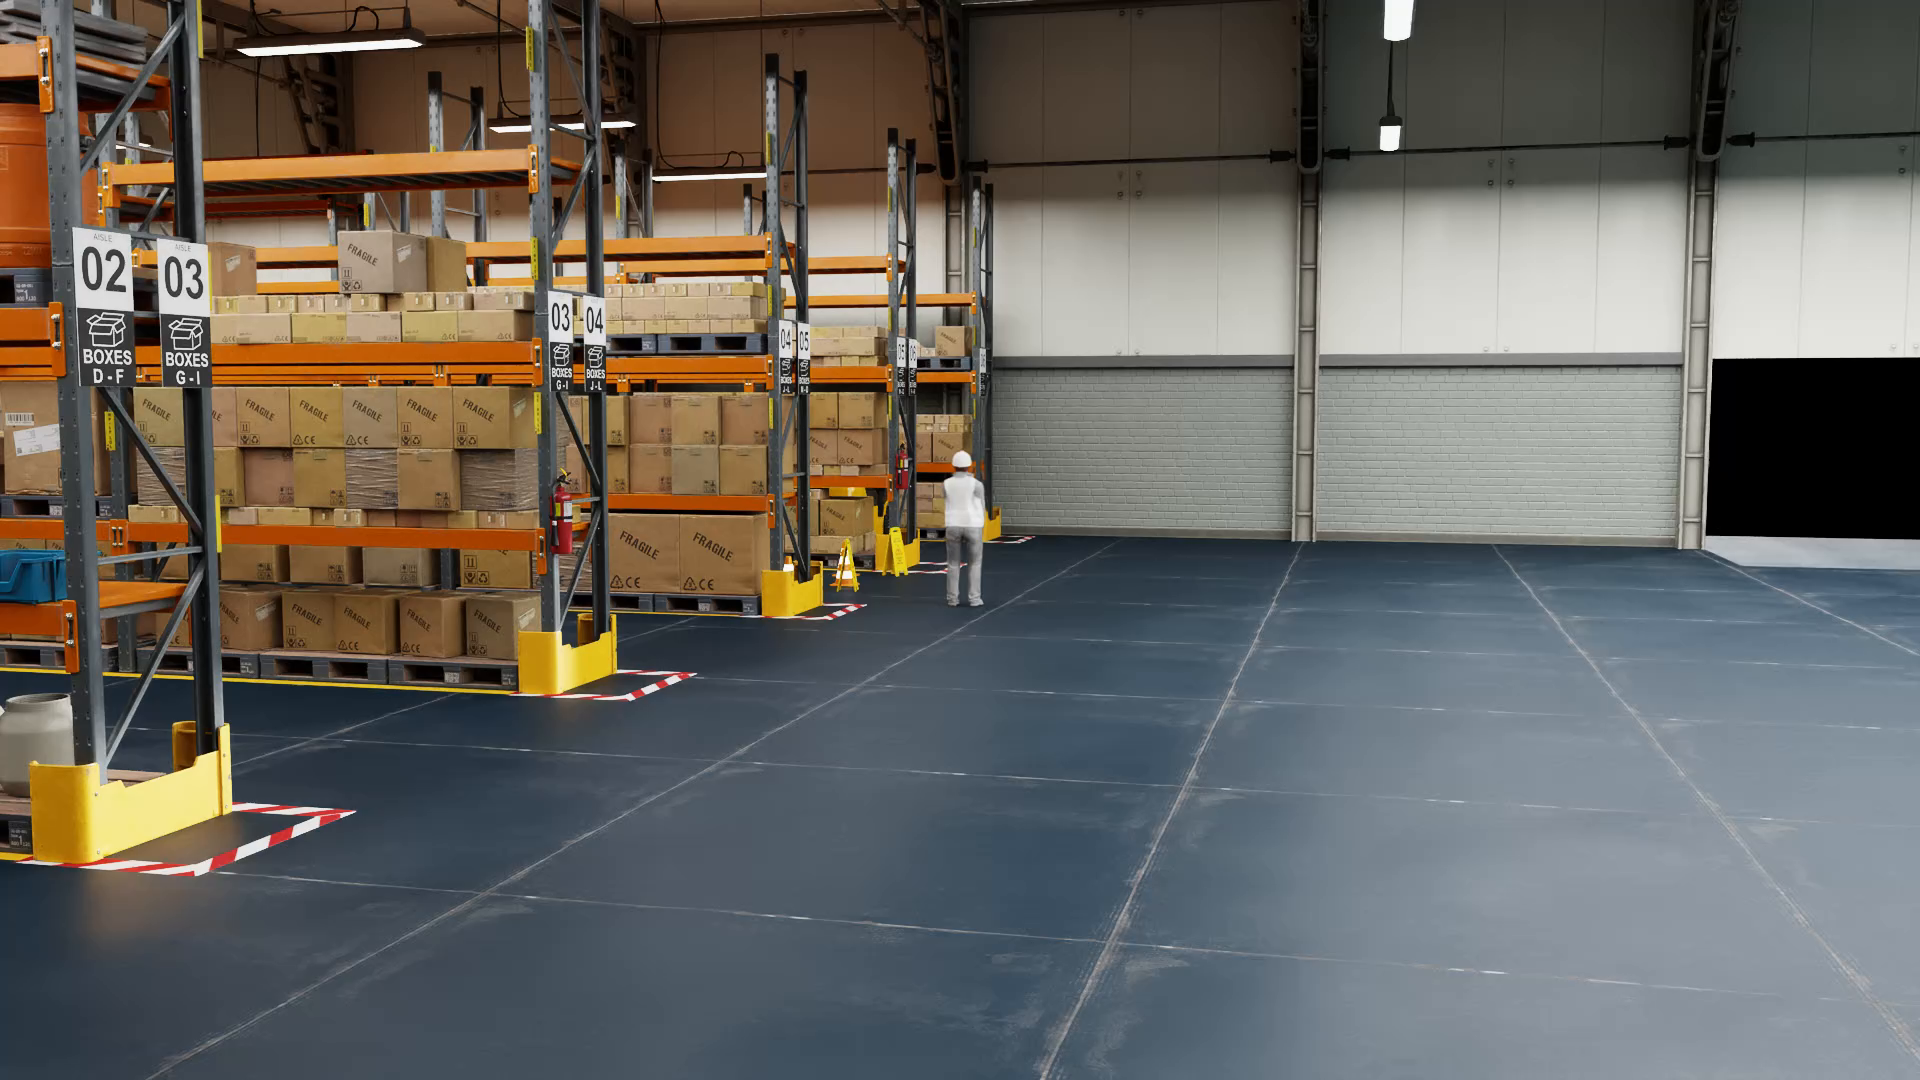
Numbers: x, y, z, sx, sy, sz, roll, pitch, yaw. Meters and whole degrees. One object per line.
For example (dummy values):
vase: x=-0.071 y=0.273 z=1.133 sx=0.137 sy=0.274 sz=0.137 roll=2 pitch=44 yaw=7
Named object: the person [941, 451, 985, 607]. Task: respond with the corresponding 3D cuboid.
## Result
person: x=0.055 y=-0.139 z=19.054 sx=0.495 sy=1.768 sz=0.554 roll=1 pitch=5 yaw=14
